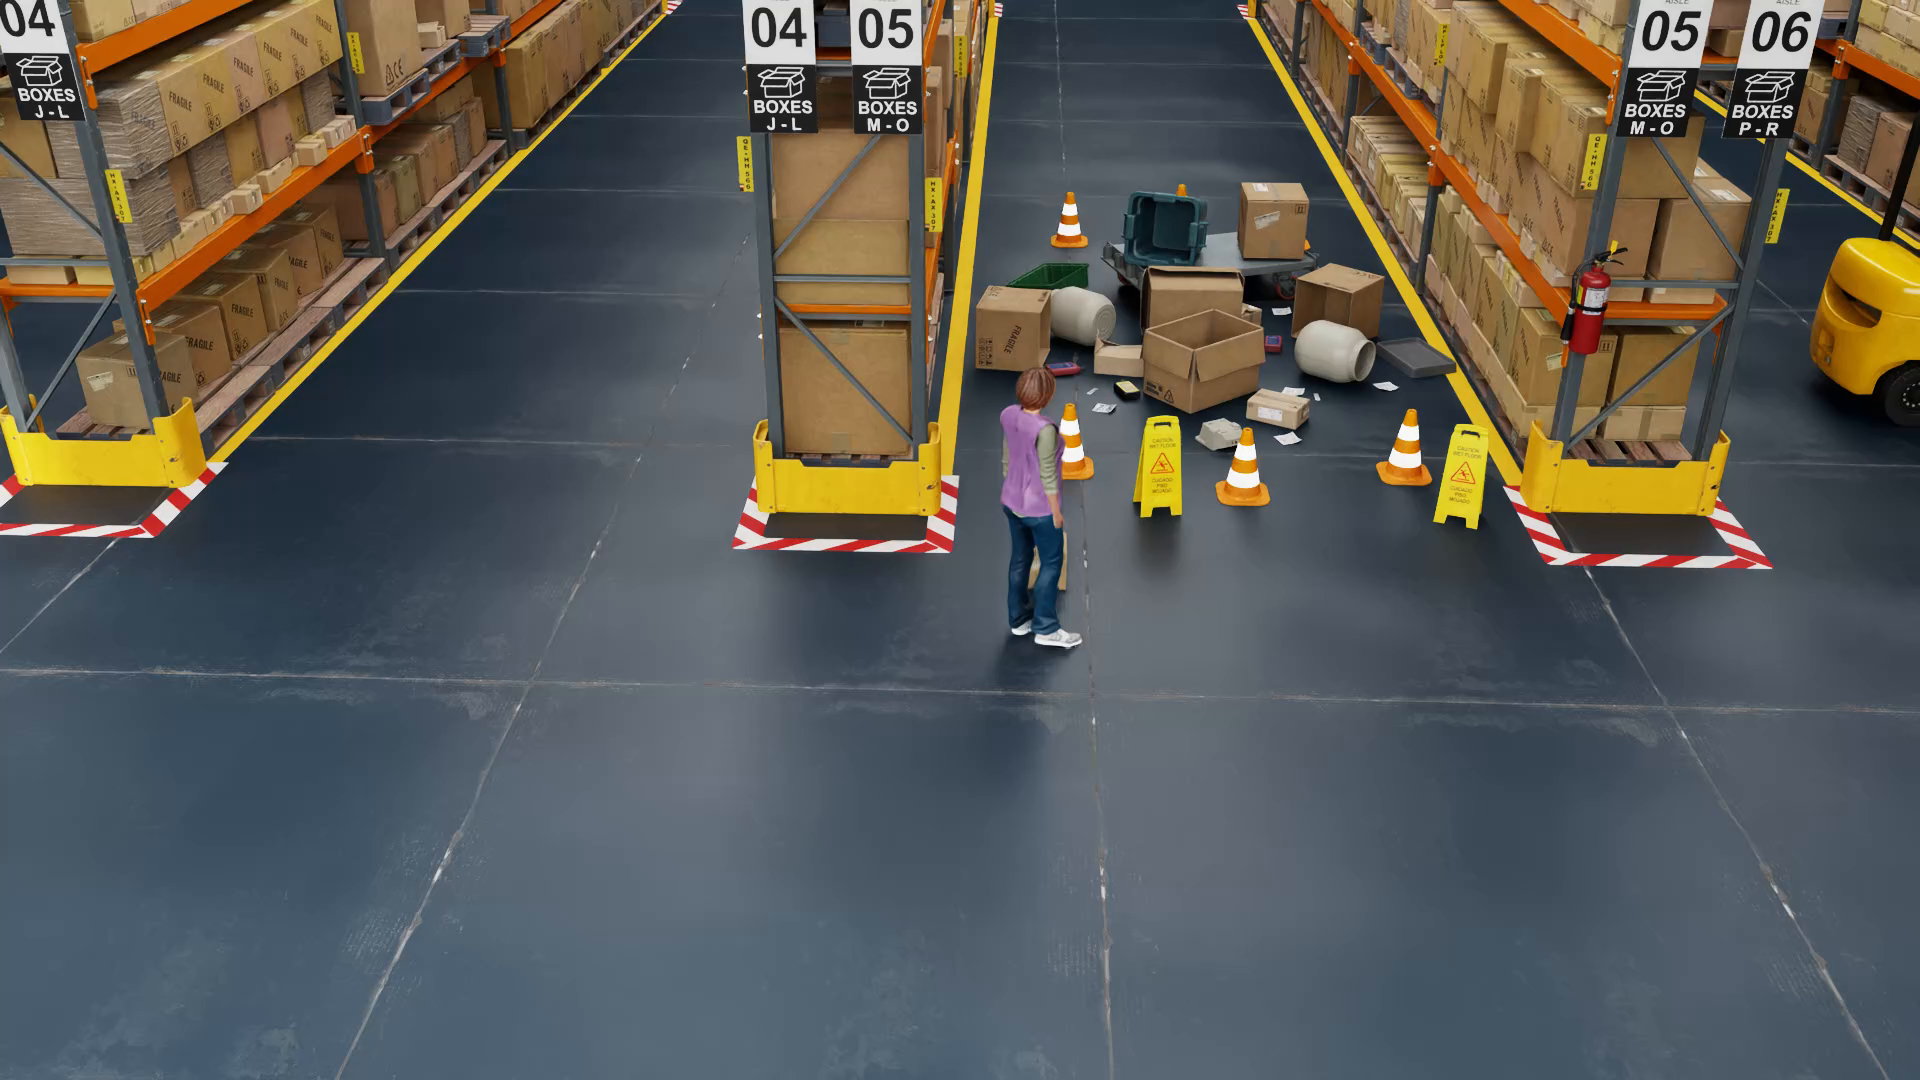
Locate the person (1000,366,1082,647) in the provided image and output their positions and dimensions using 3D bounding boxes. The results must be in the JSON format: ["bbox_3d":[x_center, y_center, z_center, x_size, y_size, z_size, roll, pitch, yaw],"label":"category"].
[{"bbox_3d":[0.413,-0.123,8.974,0.326,1.504,0.491,-20,34,-33],"label":"person"}]
